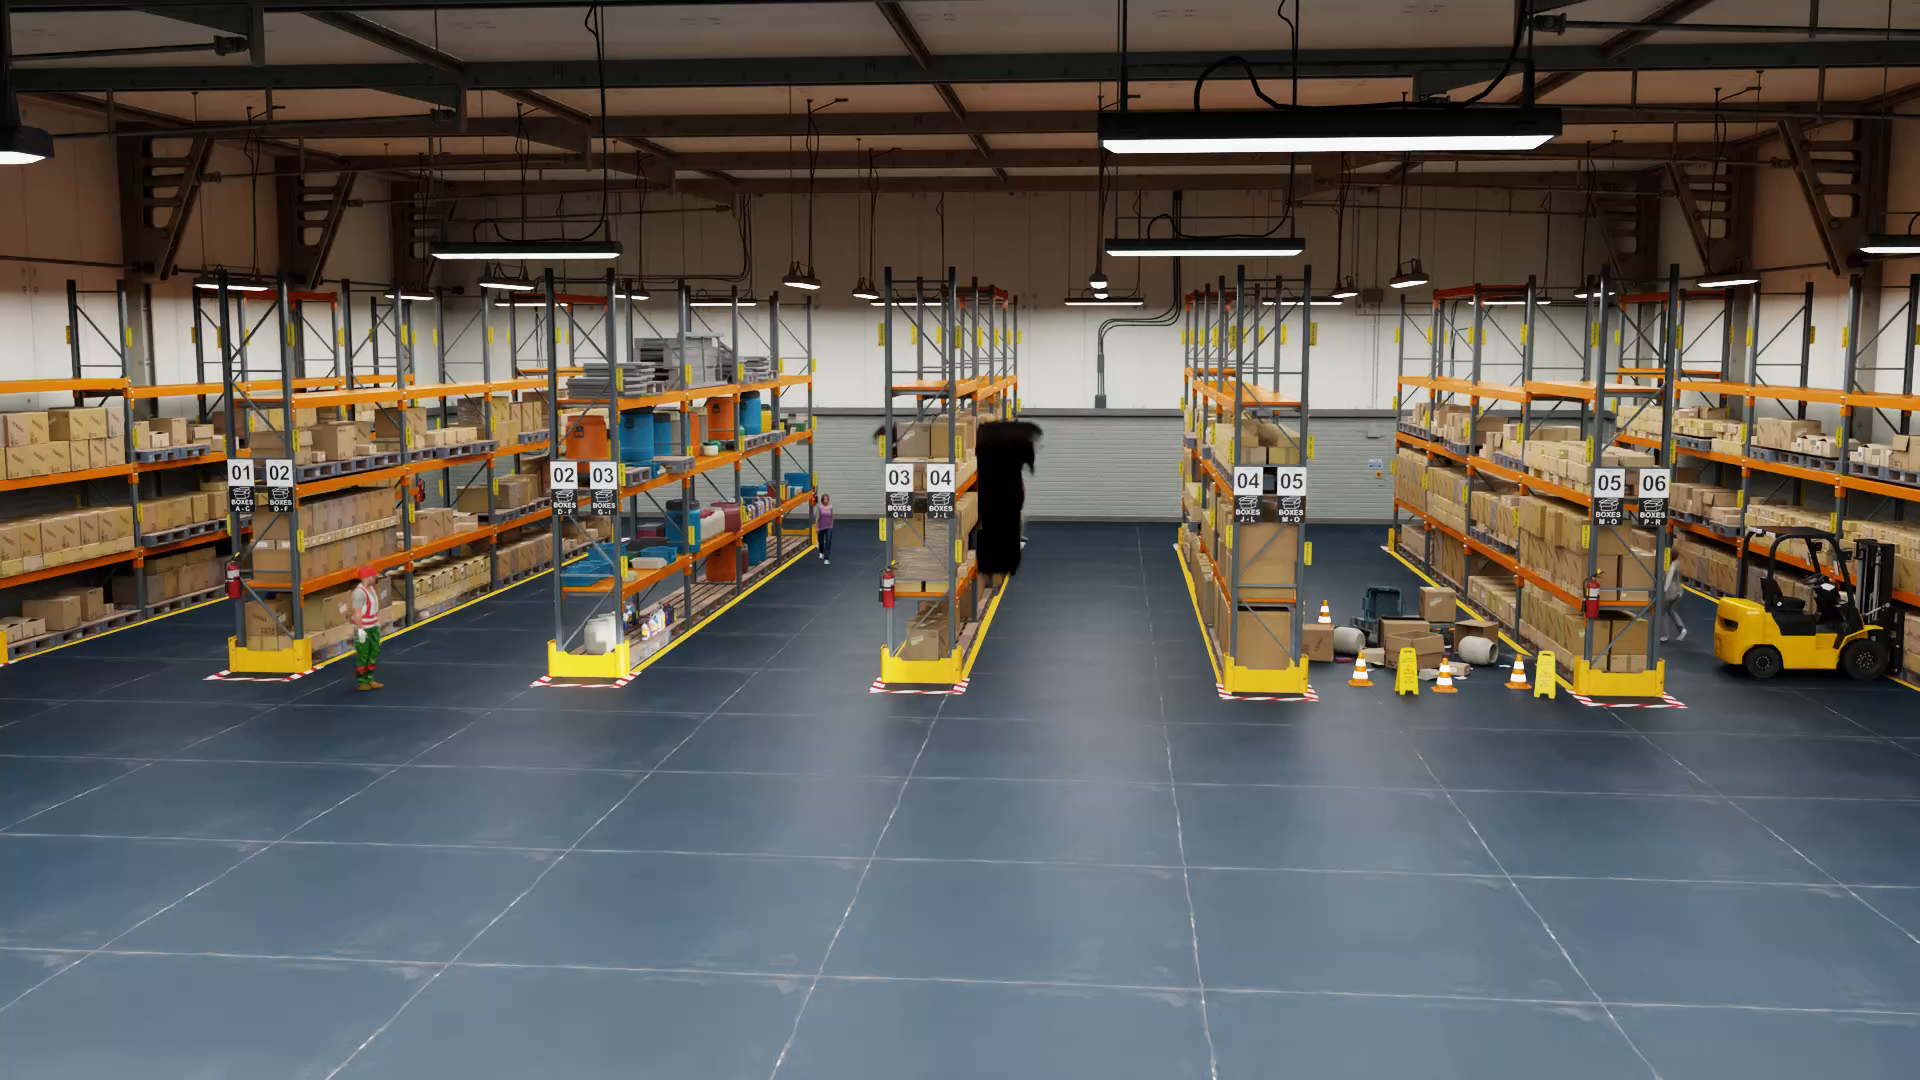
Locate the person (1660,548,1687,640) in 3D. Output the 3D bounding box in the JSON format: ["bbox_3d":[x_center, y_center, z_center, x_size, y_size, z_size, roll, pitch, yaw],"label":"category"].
[{"bbox_3d":[11.740,0.898,27.506,0.490,1.575,0.527,-5,8,-35],"label":"person"}]

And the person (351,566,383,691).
[{"bbox_3d":[-8.436,1.249,23.658,0.408,1.785,0.593,2,7,14],"label":"person"}]

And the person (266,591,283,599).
[{"bbox_3d":[-12.395,0.553,29.974,0.380,1.641,0.521,-2,7,-16],"label":"person"}]

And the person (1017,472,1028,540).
[{"bbox_3d":[1.358,-0.858,41.211,0.750,1.690,0.572,6,9,41],"label":"person"}]

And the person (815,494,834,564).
[{"bbox_3d":[-3.010,-0.265,36.962,0.418,1.542,0.847,-1,7,-4],"label":"person"}]
